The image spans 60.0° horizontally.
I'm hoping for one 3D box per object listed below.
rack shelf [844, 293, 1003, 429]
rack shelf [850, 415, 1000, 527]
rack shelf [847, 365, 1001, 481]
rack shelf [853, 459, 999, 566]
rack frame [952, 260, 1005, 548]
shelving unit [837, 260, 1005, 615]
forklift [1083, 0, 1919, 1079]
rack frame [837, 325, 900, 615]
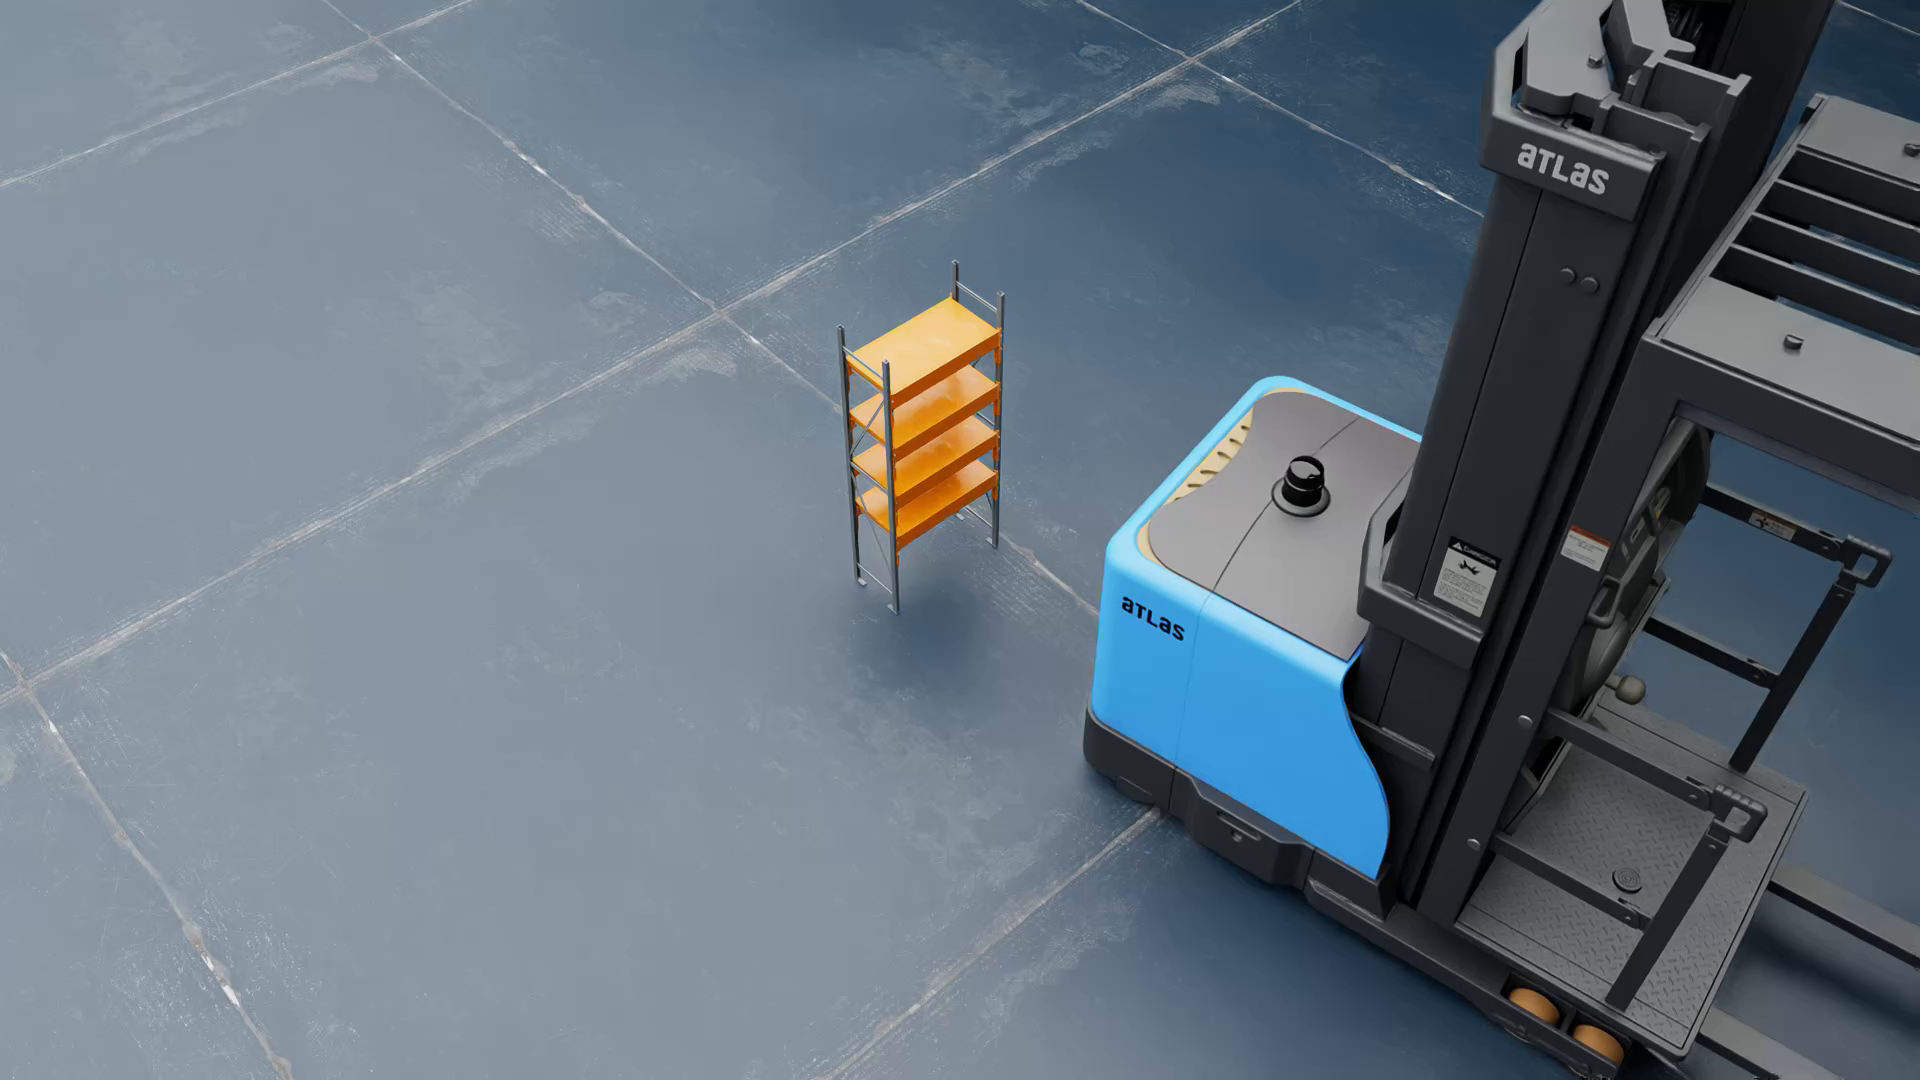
[{"bbox_3d":[-0.122,-0.592,5.445,0.480,0.148,0.258,-34,56,-27],"label":"rack shelf"},{"bbox_3d":[-0.122,-0.279,5.783,0.480,0.148,0.258,-34,56,-27],"label":"rack shelf"},{"bbox_3d":[-0.122,-0.431,5.619,0.480,0.148,0.258,-34,56,-27],"label":"rack shelf"},{"bbox_3d":[-0.122,-0.145,5.929,0.480,0.148,0.258,-34,56,-27],"label":"rack shelf"},{"bbox_3d":[0.058,-0.446,5.845,0.015,1.200,0.240,-34,56,-27],"label":"rack frame"},{"bbox_3d":[-0.122,-0.325,5.734,0.503,1.200,0.258,-34,56,-27],"label":"shelving unit"},{"bbox_3d":[1.892,0.118,4.147,3.031,2.935,1.130,29,53,24],"label":"forklift"},{"bbox_3d":[-0.303,-0.204,5.622,0.015,1.200,0.240,-34,56,-27],"label":"rack frame"}]
